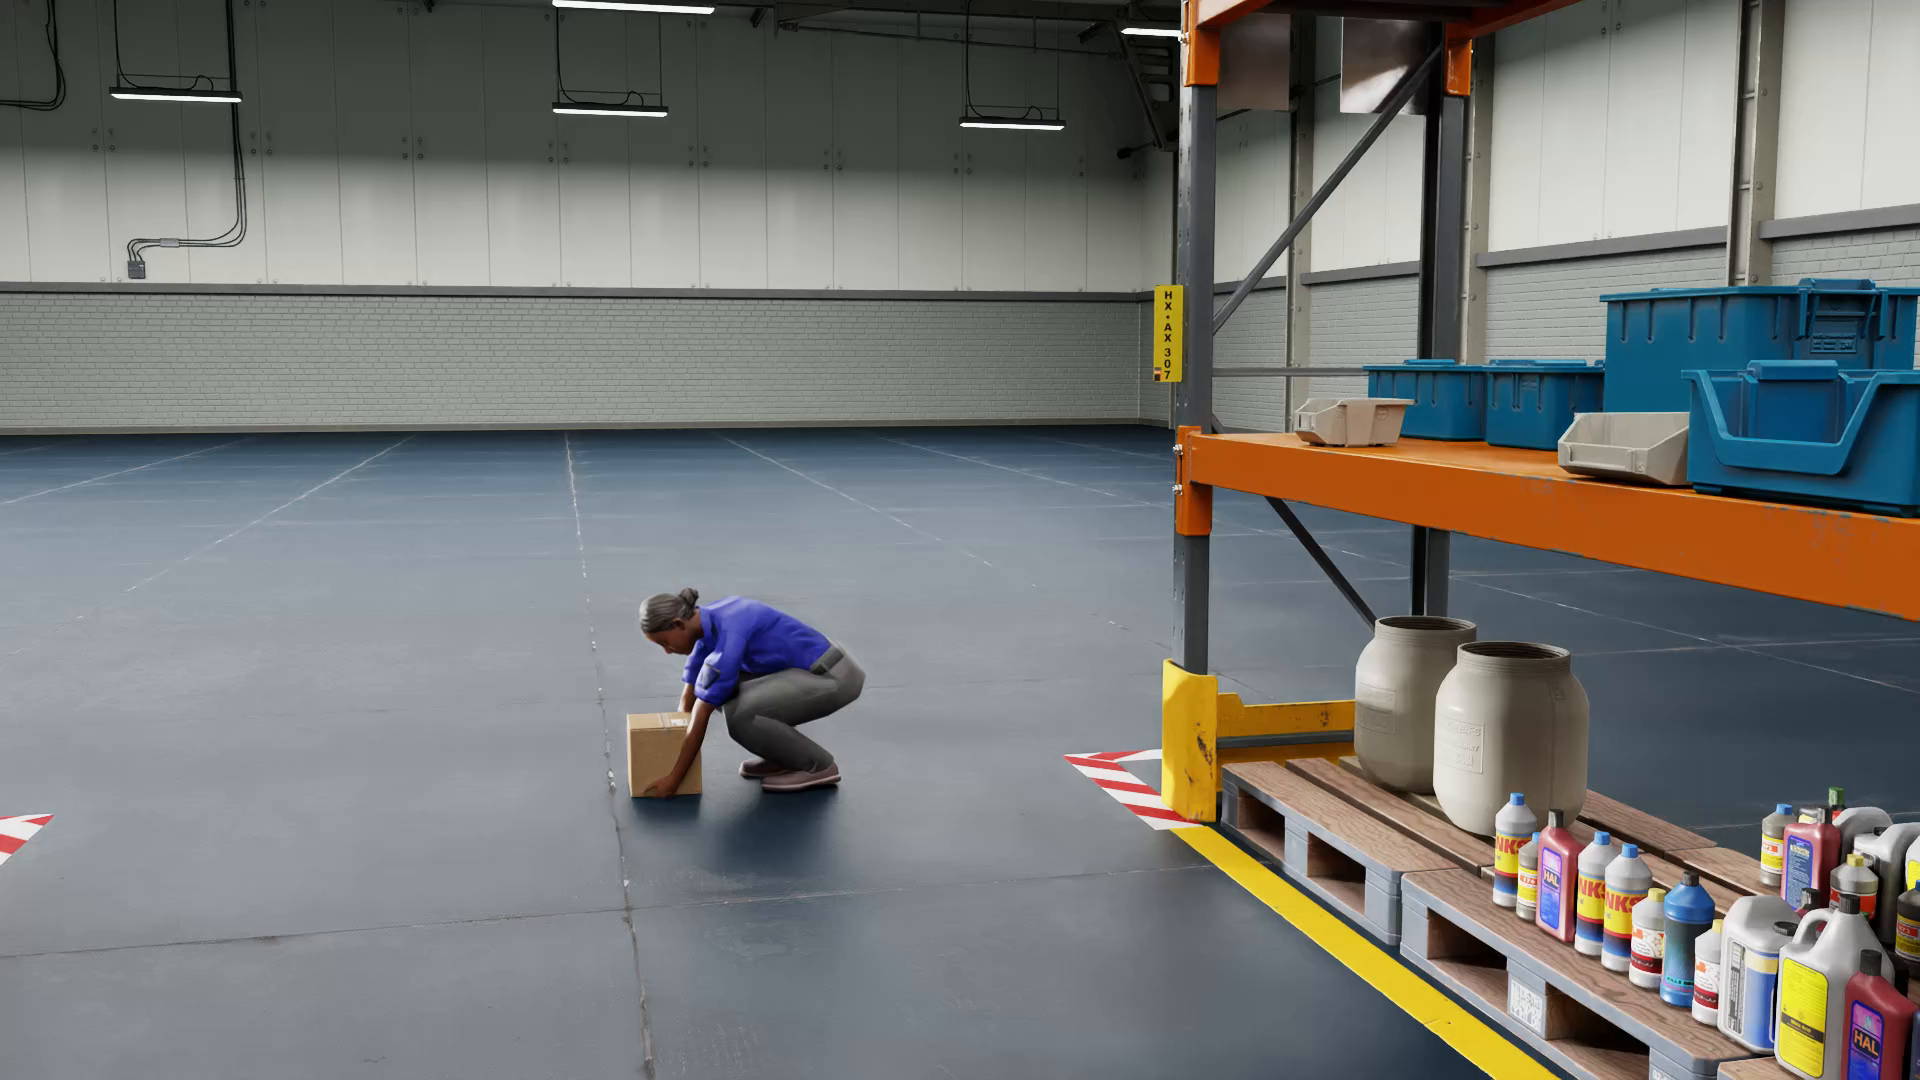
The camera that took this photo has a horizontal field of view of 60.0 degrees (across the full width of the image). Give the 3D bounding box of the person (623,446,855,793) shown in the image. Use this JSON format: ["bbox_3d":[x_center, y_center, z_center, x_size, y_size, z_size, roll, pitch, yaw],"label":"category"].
[{"bbox_3d":[-0.799,0.278,6.055,0.824,1.253,0.406,-2,6,-15],"label":"person"}]
